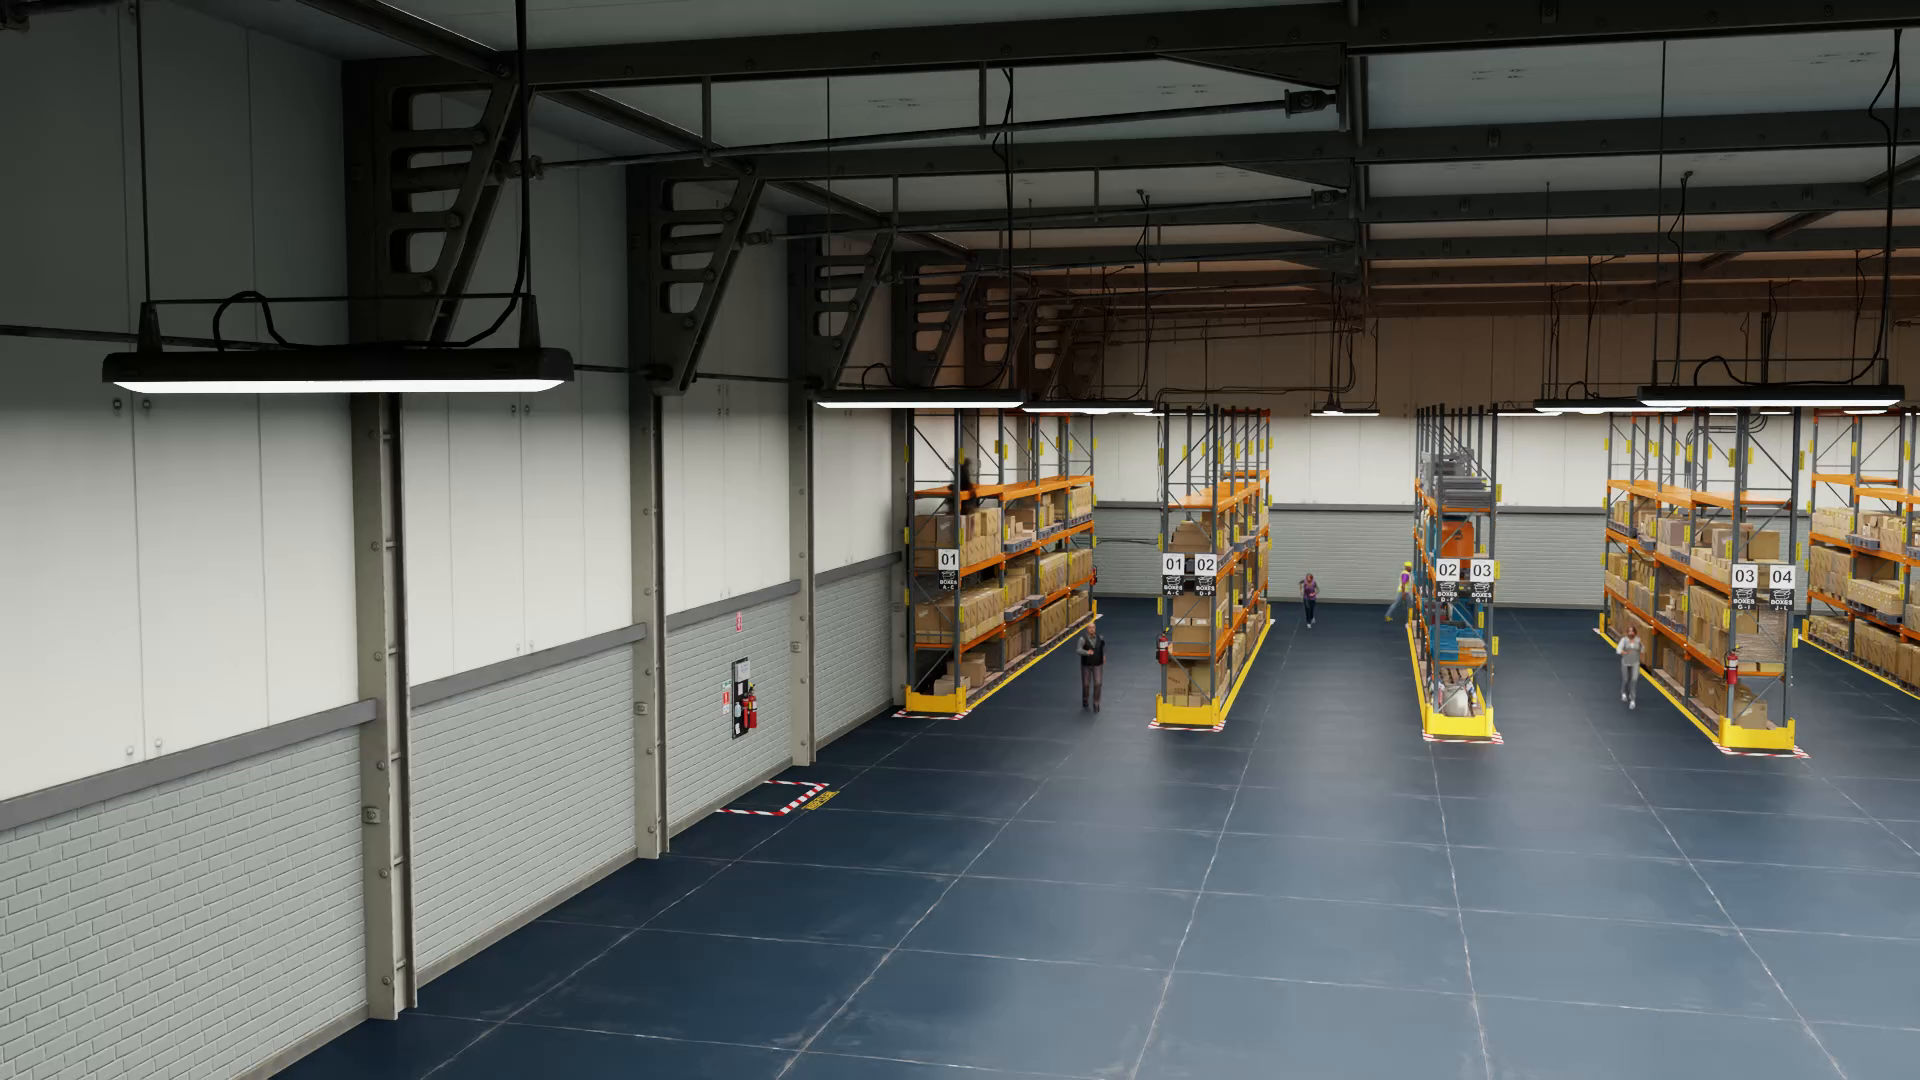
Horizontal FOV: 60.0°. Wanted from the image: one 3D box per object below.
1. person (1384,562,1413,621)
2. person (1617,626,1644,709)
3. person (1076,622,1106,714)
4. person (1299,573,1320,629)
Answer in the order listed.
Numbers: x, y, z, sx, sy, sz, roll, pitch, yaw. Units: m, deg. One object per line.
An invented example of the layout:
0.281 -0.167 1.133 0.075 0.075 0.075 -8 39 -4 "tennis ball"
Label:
12.497 1.459 46.705 1.089 1.704 0.717 1 4 19 "person"
13.315 2.507 33.035 0.543 1.581 0.842 1 4 15 "person"
2.571 2.495 32.525 0.631 1.782 0.848 0 4 -4 "person"
9.640 1.653 45.800 0.574 1.546 0.914 1 4 20 "person"
